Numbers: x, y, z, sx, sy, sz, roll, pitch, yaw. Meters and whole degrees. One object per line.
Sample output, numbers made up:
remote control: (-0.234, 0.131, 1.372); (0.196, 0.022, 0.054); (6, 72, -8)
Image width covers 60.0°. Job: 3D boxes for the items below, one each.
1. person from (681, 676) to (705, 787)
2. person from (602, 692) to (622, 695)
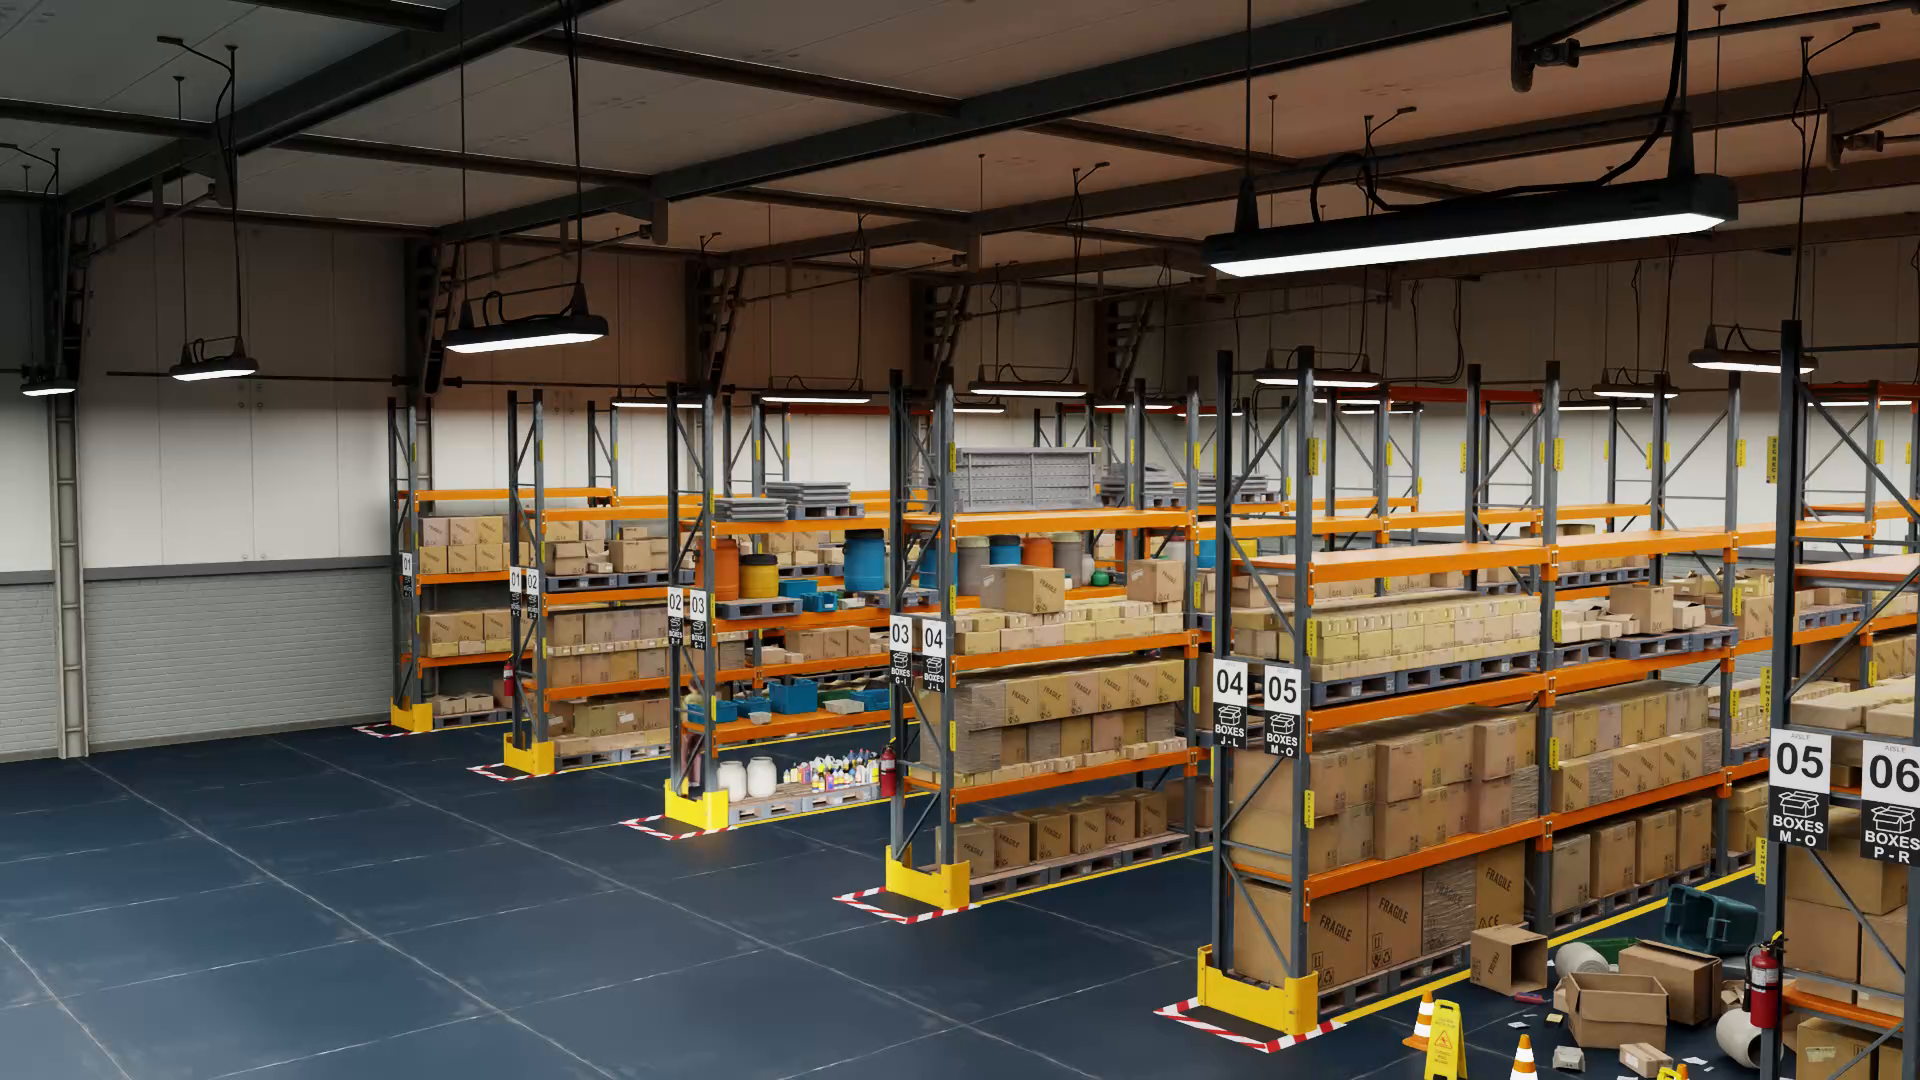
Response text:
person: (-4.075, 2.881, 24.908); (0.428, 1.700, 0.566); (2, 4, 35)
person: (-6.321, 2.548, 30.025); (0.624, 1.857, 0.381); (-3, 4, -40)
